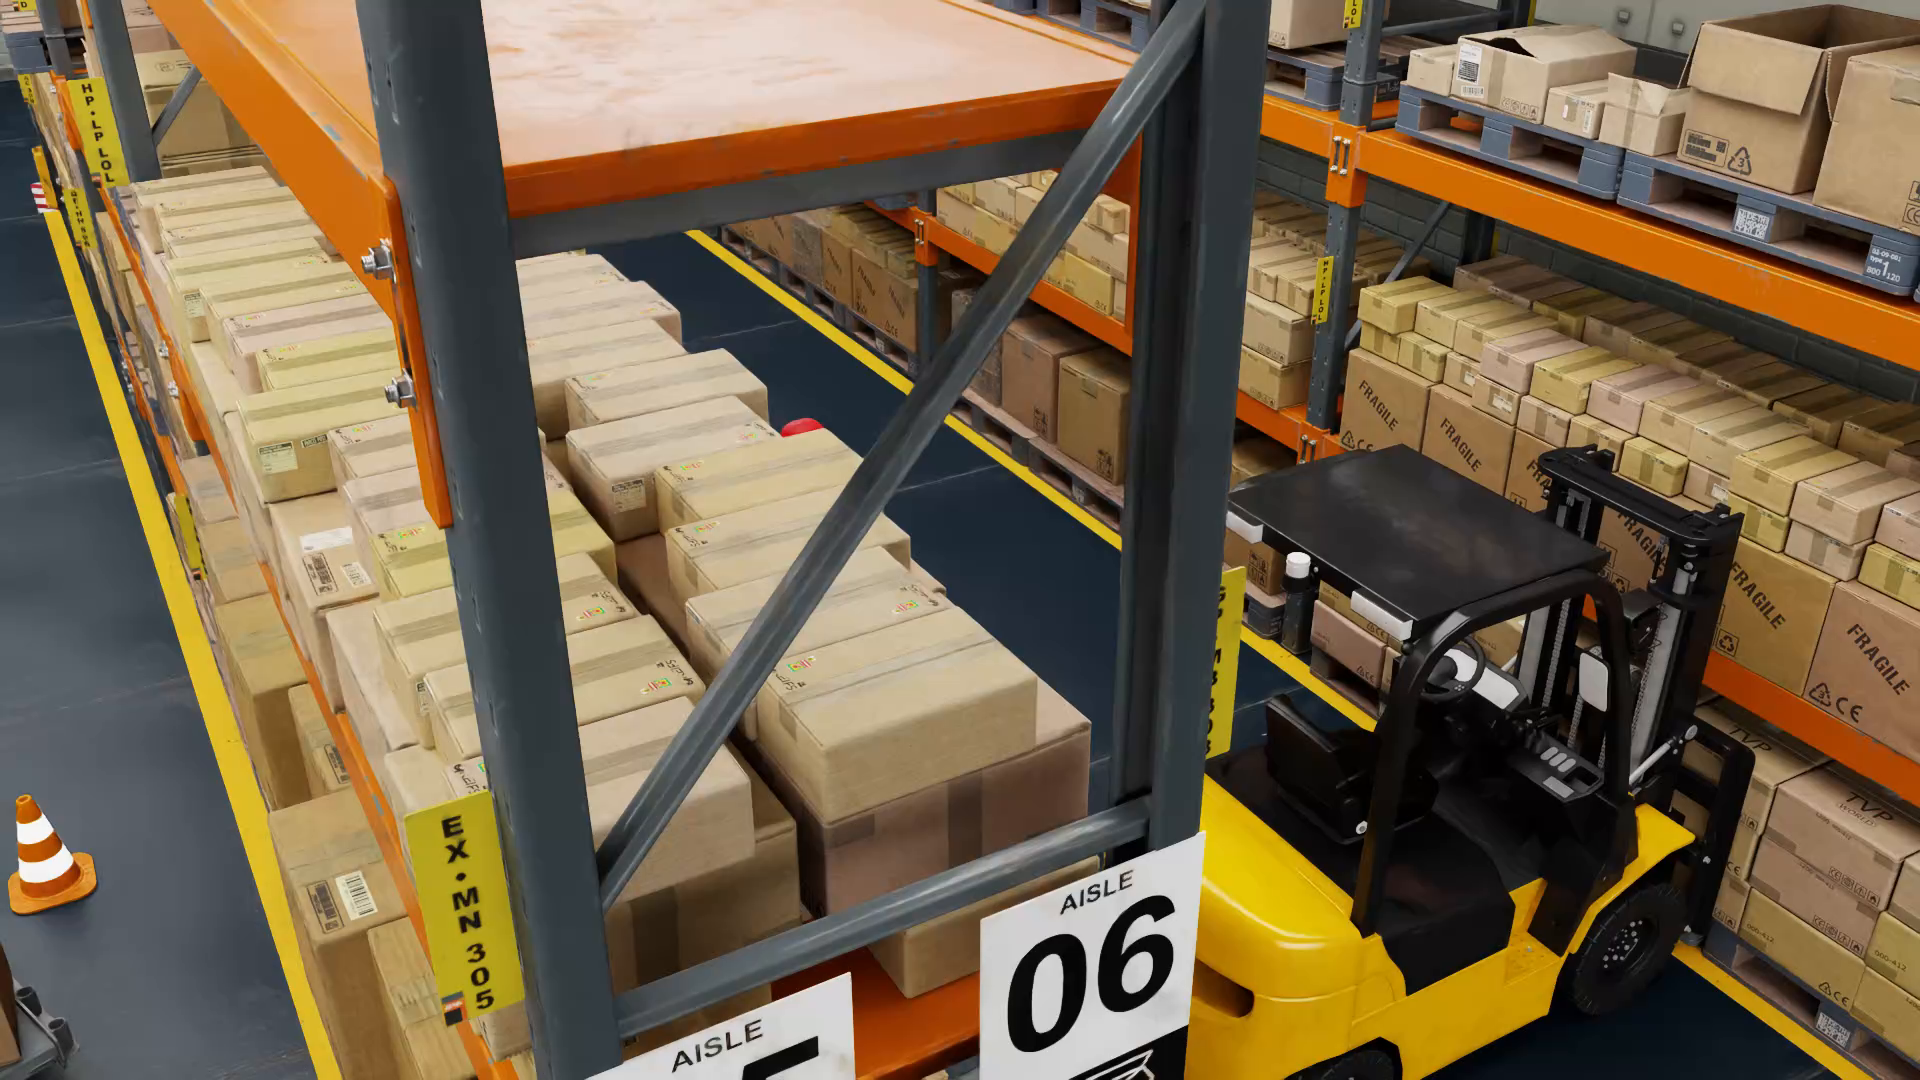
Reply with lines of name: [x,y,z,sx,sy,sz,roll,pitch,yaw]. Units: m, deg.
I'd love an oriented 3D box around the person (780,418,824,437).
person: [-0.651,0.233,7.686,0.452,1.778,0.603,-16,33,-27]
